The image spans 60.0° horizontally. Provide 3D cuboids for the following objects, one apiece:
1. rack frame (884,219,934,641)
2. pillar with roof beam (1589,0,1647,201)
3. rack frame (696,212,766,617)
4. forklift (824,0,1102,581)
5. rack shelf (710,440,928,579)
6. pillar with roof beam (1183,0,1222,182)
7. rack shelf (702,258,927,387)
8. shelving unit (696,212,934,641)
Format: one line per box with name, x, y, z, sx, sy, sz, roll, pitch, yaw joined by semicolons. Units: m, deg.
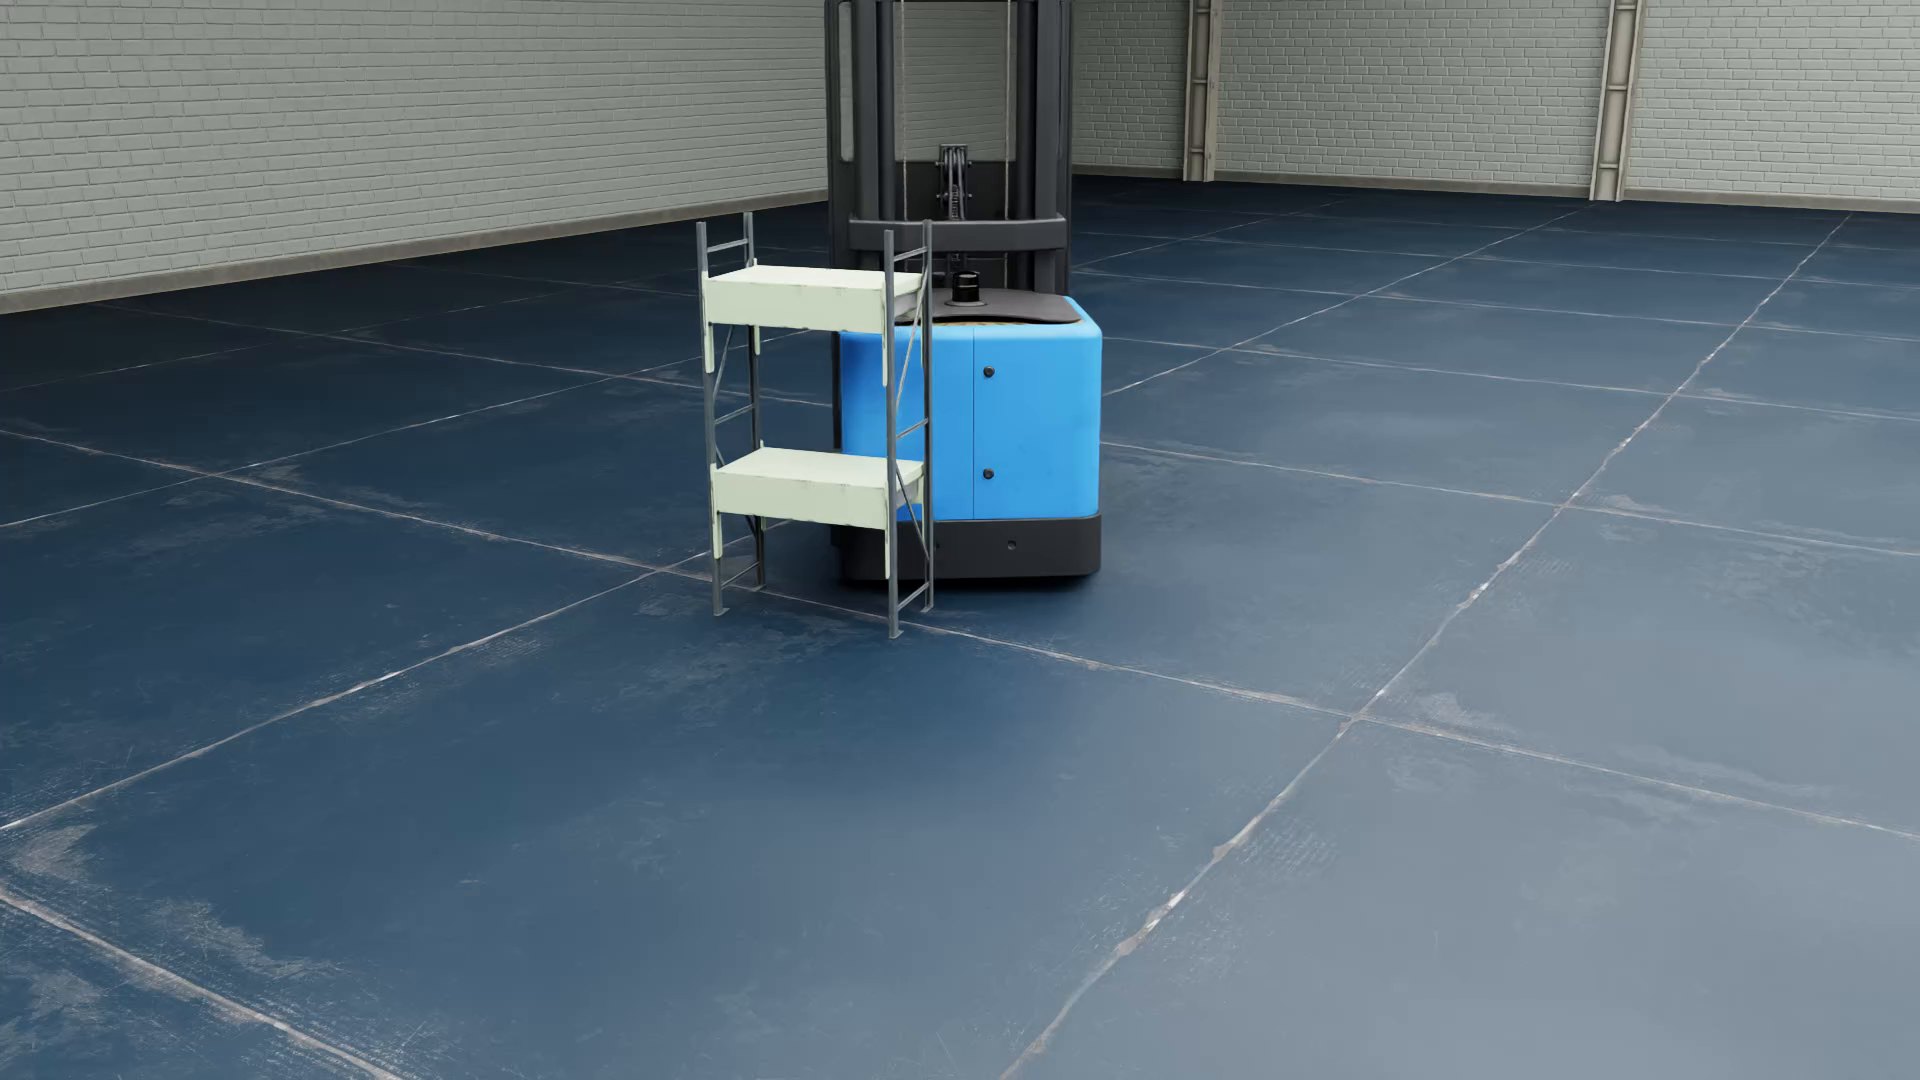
rack frame;-0.183;-0.401;6.121;0.023;1.500;0.400;6;18;19
pillar with roof beam;6.533;-7.864;17.789;0.400;9.000;9.100;10;20;30
rack frame;-0.869;-0.475;6.365;0.023;1.500;0.400;6;18;19
forklift;-0.067;-1.620;7.670;1.130;2.935;3.031;-1;17;-4
rack shelf;-0.526;-0.126;6.338;0.720;0.370;0.431;6;18;19
pillar with roof beam;1.420;-8.777;20.793;0.400;9.000;9.100;10;20;30
rack shelf;-0.526;-0.811;6.129;0.720;0.370;0.431;6;18;19
shelving unit;-0.526;-0.438;6.243;0.755;1.500;0.431;6;18;19
